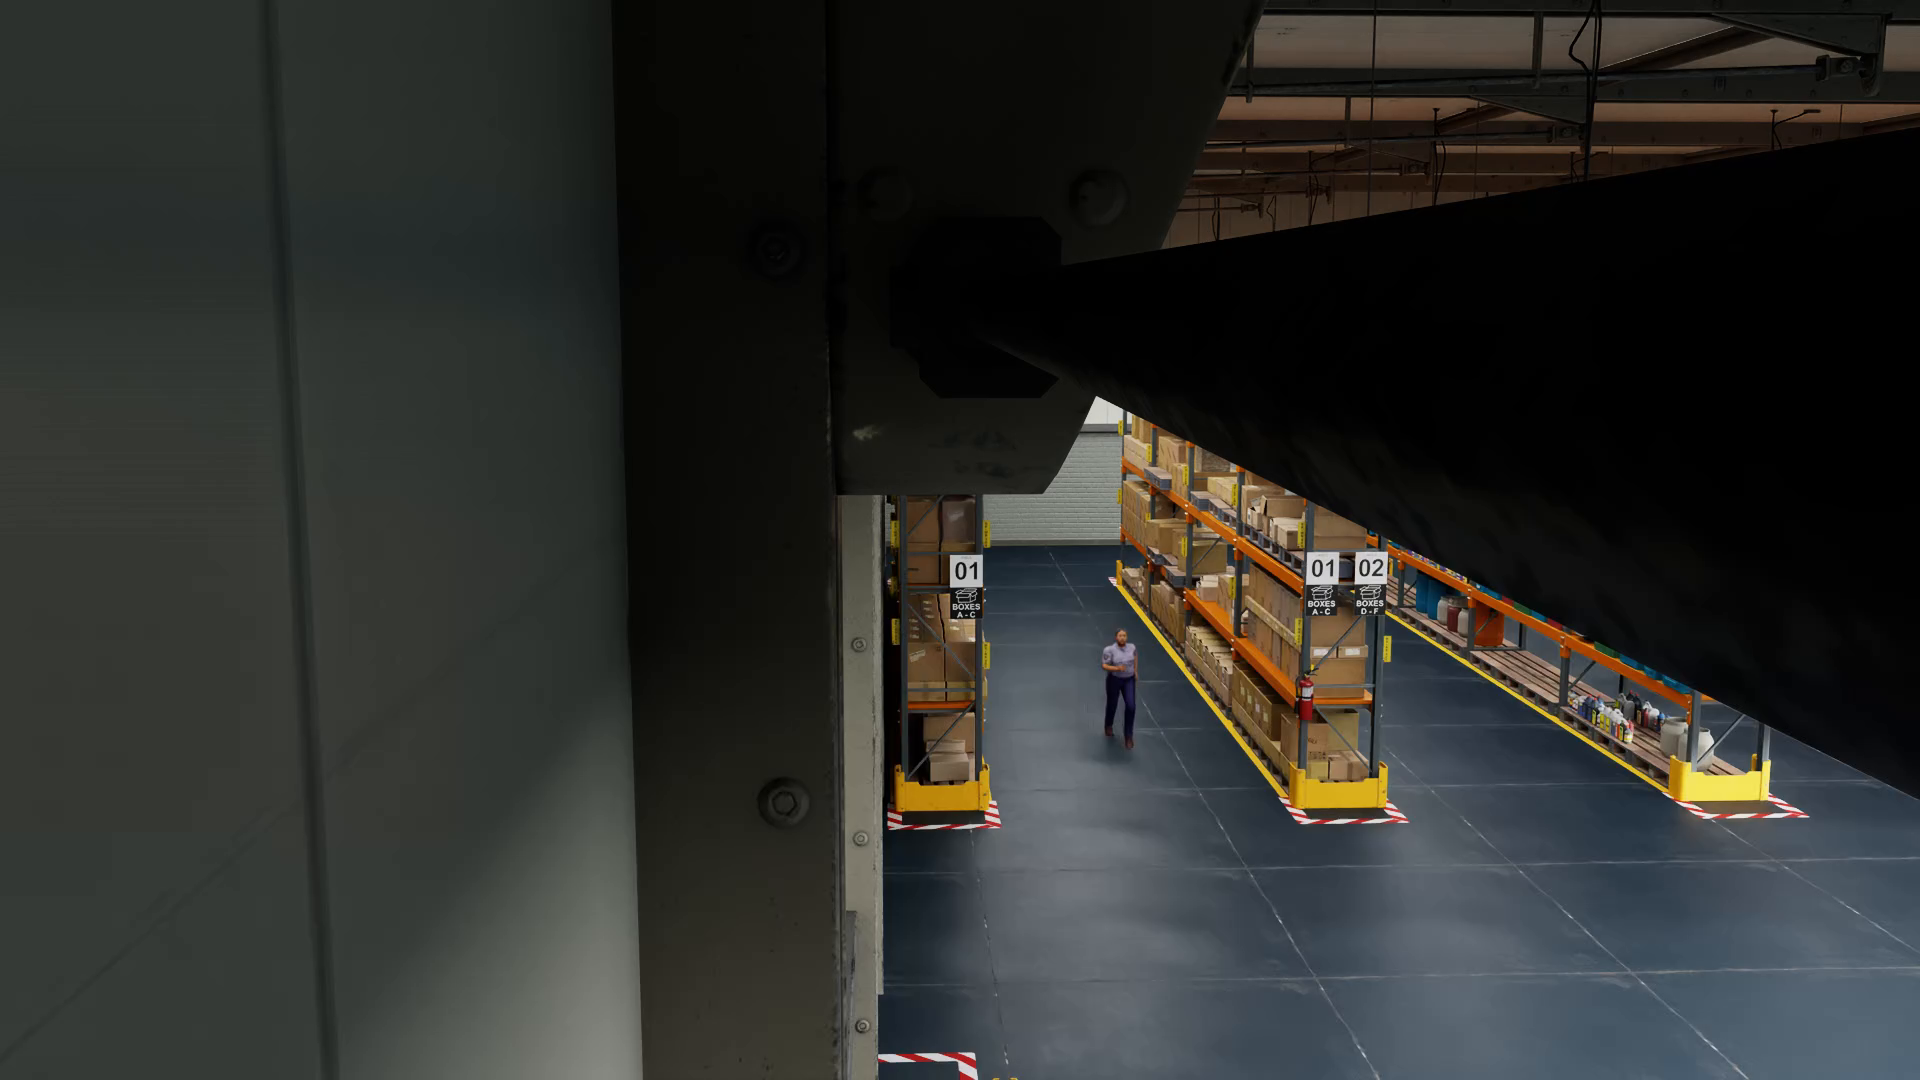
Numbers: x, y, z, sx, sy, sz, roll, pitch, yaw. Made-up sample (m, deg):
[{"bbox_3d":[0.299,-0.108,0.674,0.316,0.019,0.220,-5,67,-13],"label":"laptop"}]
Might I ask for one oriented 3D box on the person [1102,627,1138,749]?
[{"bbox_3d":[2.262,2.070,23.522,0.584,1.693,0.839,-1,9,-9],"label":"person"}]
